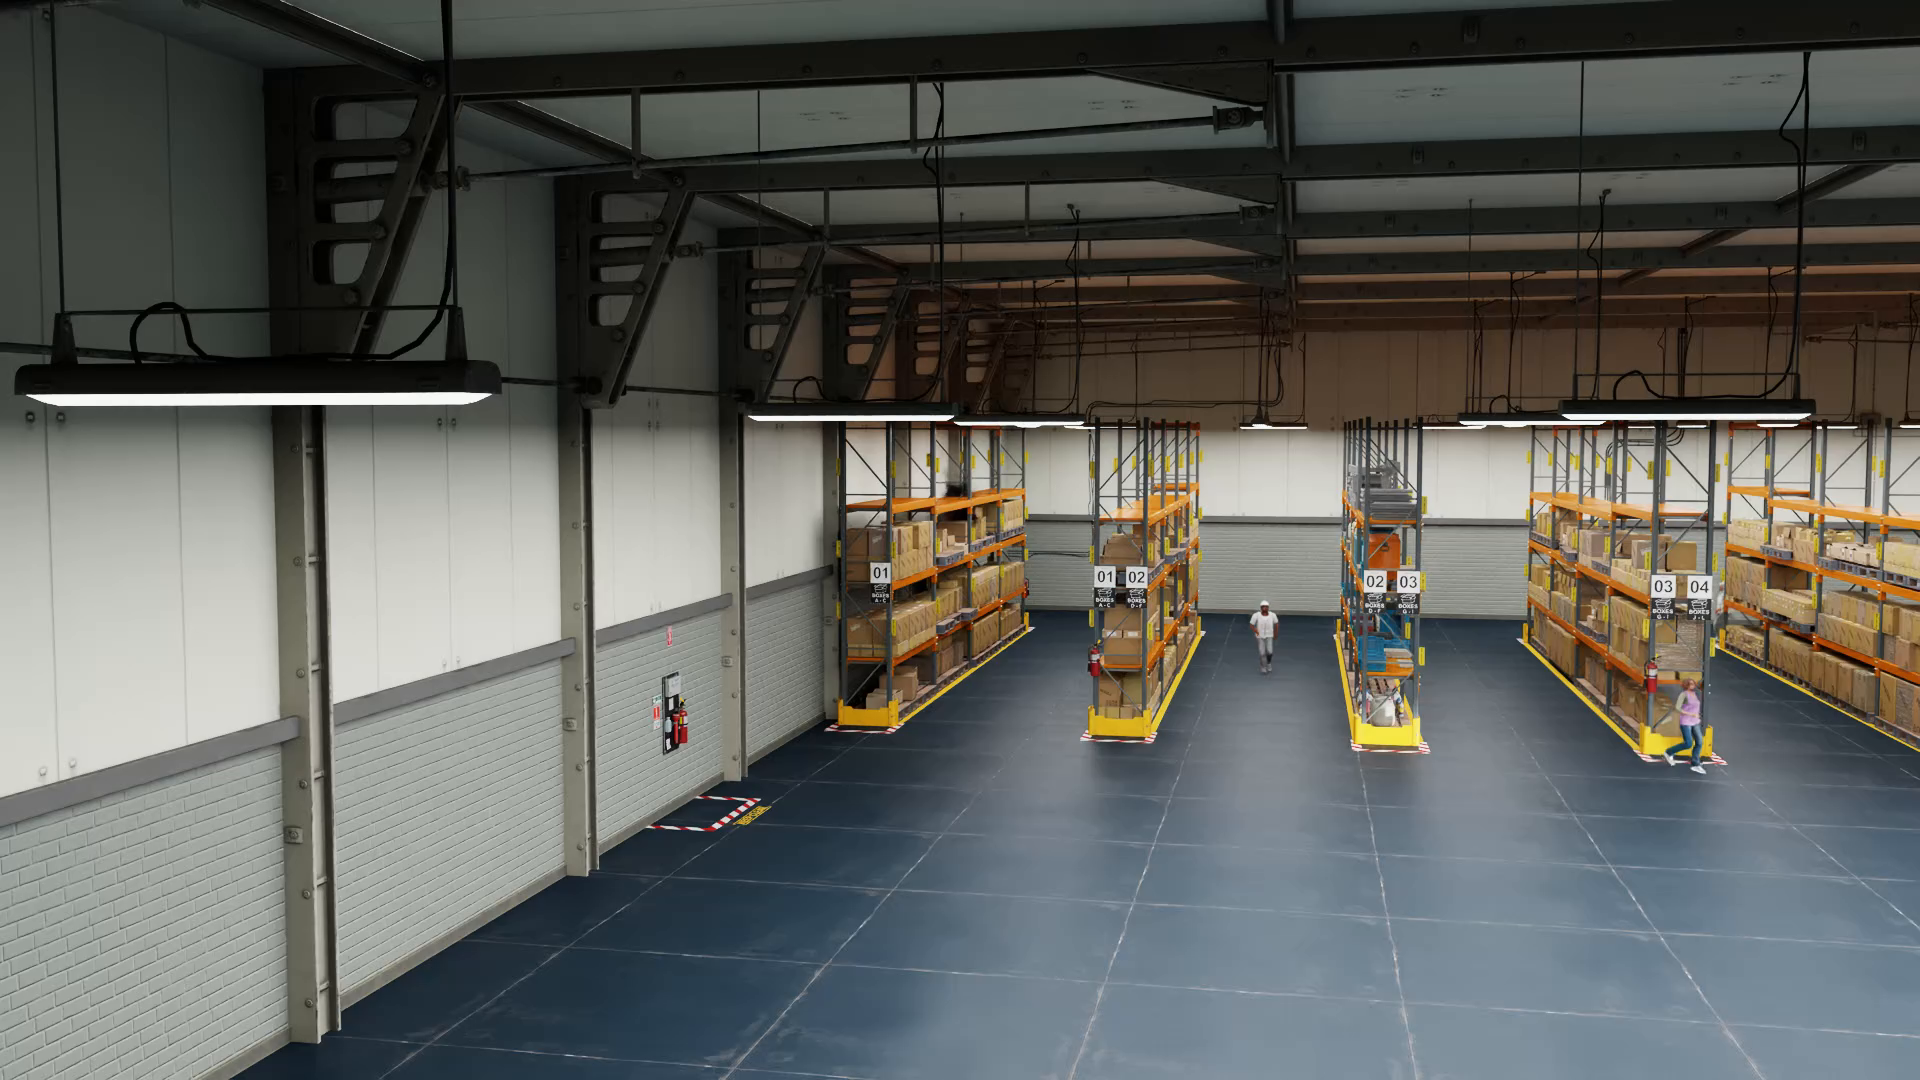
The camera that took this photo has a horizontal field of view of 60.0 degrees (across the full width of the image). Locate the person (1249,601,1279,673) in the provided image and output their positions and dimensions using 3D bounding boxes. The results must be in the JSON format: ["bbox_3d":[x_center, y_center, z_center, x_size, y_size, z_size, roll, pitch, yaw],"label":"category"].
[{"bbox_3d":[7.194,2.298,39.302,0.697,1.724,0.585,0,4,6],"label":"person"}]

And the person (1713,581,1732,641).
[{"bbox_3d":[20.838,1.931,45.348,0.583,1.701,0.779,1,4,10],"label":"person"}]

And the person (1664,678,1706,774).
[{"bbox_3d":[12.253,3.116,28.047,0.549,1.596,0.719,-3,5,-35],"label":"person"}]

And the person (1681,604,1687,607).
[{"bbox_3d":[18.888,2.089,43.445,0.620,1.670,0.730,2,4,24],"label":"person"}]
